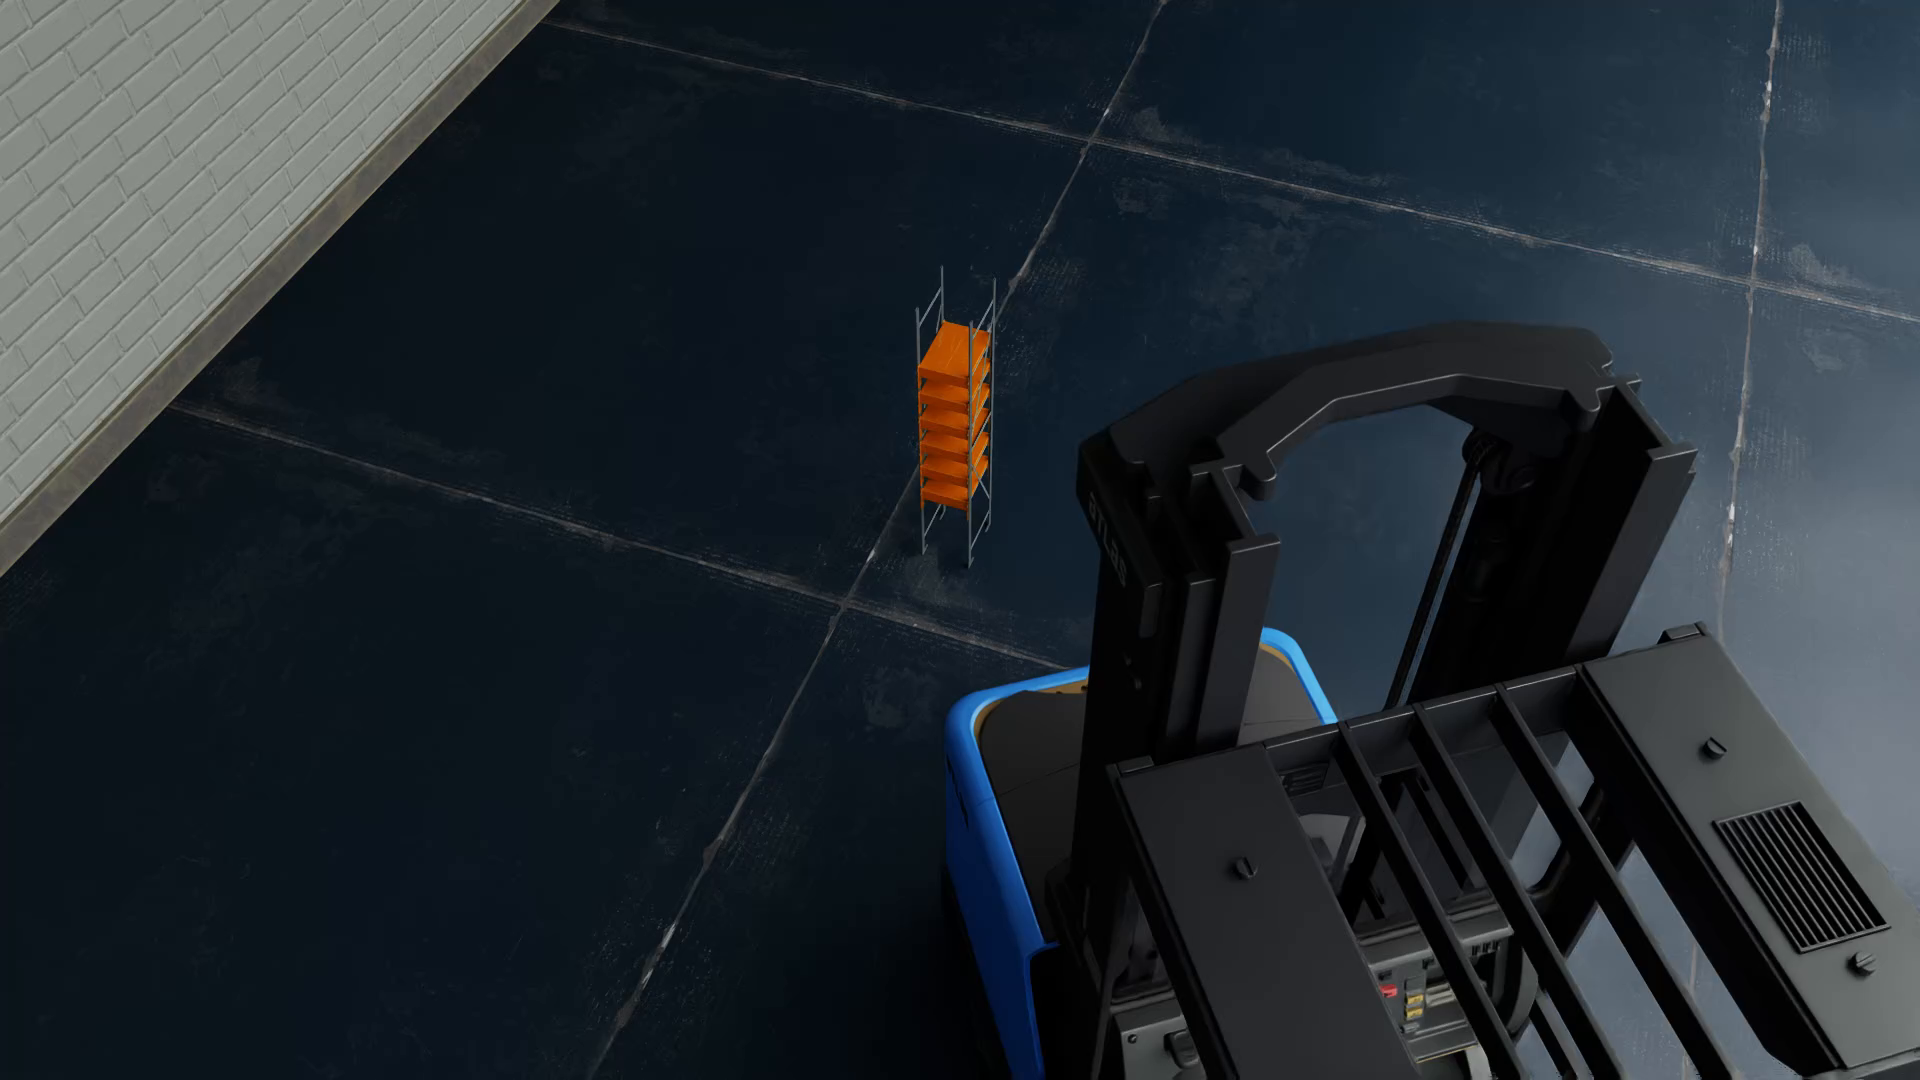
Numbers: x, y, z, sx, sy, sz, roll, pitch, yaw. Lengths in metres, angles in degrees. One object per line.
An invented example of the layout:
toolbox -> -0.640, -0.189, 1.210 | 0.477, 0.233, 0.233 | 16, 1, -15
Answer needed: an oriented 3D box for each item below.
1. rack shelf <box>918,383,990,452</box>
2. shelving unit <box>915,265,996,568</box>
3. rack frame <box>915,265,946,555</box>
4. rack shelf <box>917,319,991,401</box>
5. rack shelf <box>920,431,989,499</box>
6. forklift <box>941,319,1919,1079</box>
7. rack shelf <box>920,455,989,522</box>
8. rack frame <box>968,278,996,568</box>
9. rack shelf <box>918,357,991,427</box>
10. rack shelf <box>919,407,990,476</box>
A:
rack shelf -> -0.014, -0.446, 5.743 | 0.180, 0.103, 0.258 | 16, 51, 13
shelving unit -> -0.014, -0.397, 5.800 | 0.189, 1.200, 0.258 | 16, 51, 13
rack frame -> -0.099, -0.421, 5.821 | 0.006, 1.200, 0.240 | 16, 51, 13
rack shelf -> -0.014, -0.603, 5.561 | 0.180, 0.103, 0.258 | 16, 51, 13
rack shelf -> -0.014, -0.289, 5.924 | 0.180, 0.103, 0.258 | 16, 51, 13
forklift -> 0.834, 1.143, 3.320 | 1.130, 2.935, 3.031 | -12, 50, -10
rack shelf -> -0.014, -0.210, 6.015 | 0.180, 0.103, 0.258 | 16, 51, 13
rack frame -> 0.072, -0.373, 5.779 | 0.006, 1.200, 0.240 | 16, 51, 13
rack shelf -> -0.014, -0.525, 5.652 | 0.180, 0.103, 0.258 | 16, 51, 13
rack shelf -> -0.014, -0.368, 5.833 | 0.180, 0.103, 0.258 | 16, 51, 13
